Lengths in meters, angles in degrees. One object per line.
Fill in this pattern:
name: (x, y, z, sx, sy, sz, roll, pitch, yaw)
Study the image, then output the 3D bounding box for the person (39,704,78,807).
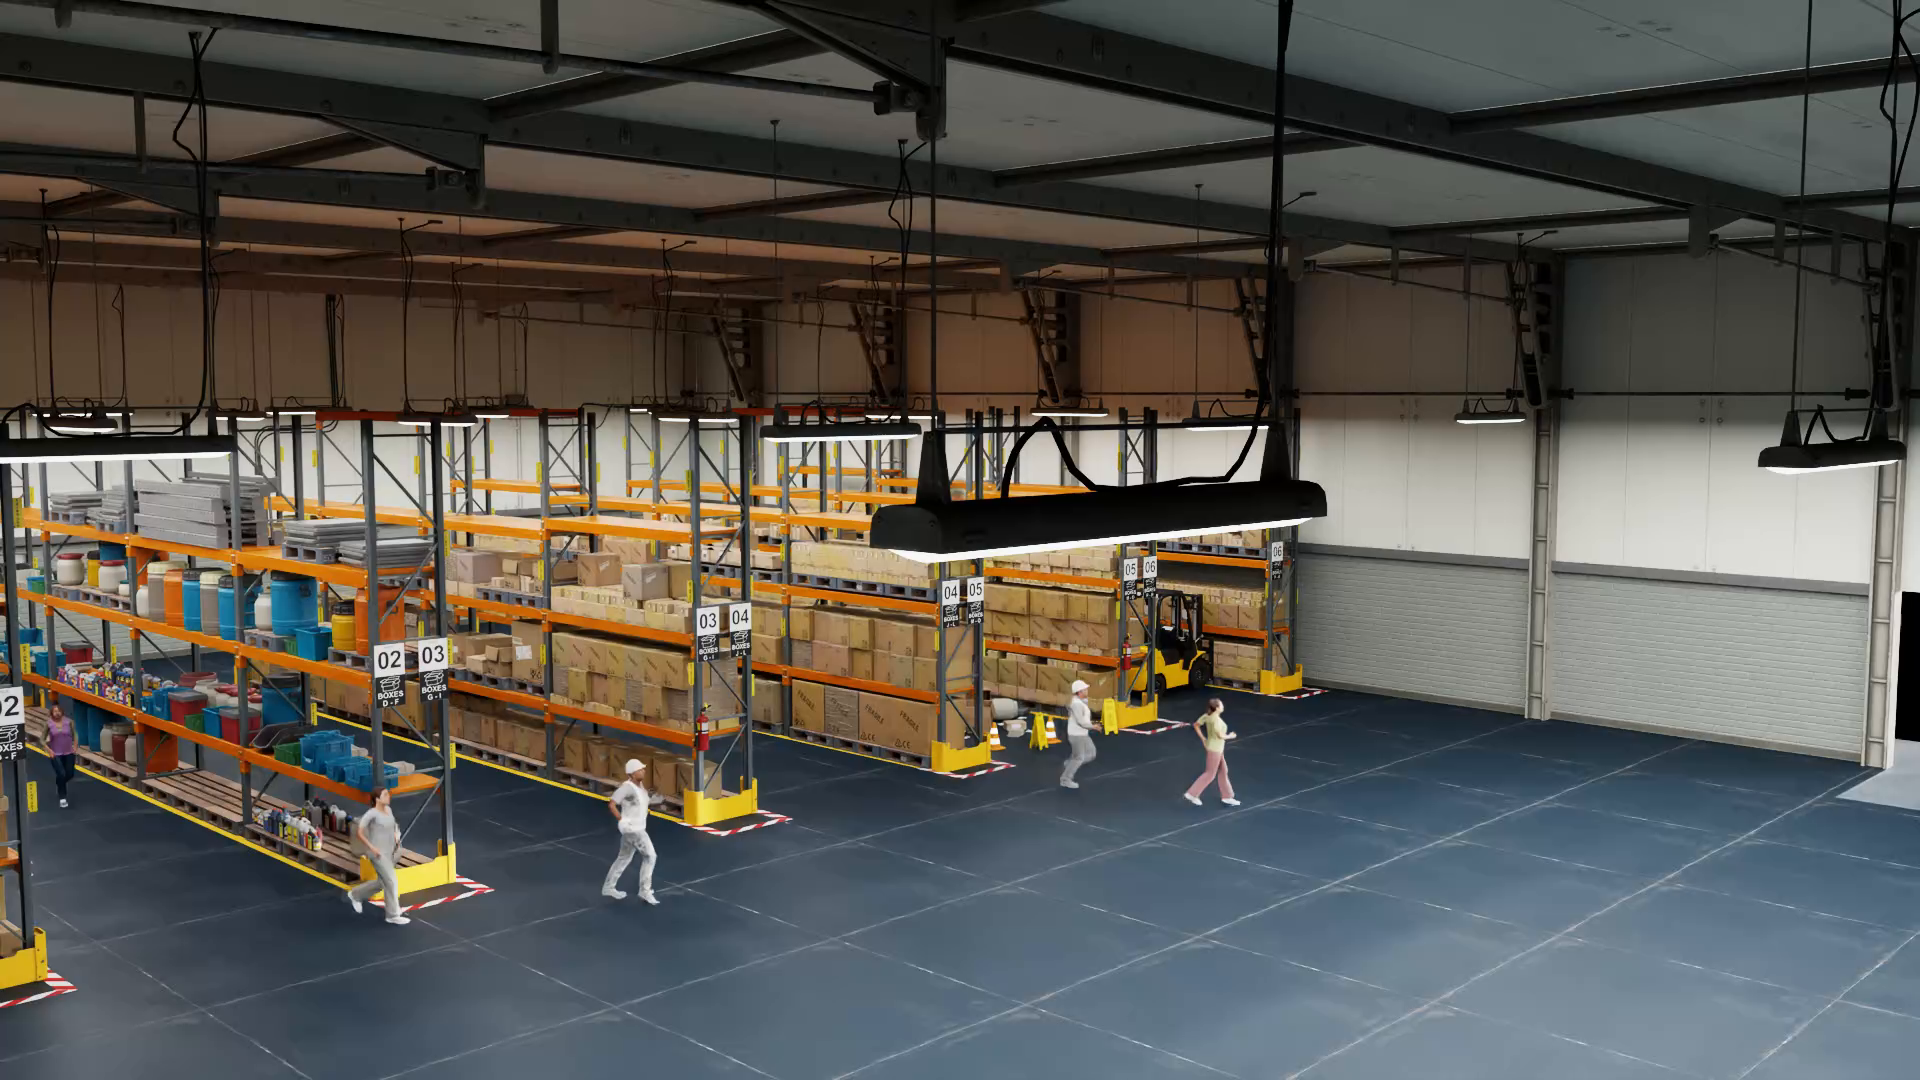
person: (-13.851, 3.297, 25.584, 0.537, 1.568, 0.505, -4, 7, -41)

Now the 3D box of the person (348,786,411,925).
person: (-6.978, 3.752, 19.898, 0.843, 1.659, 0.575, 1, 5, 11)

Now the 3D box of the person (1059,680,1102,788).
person: (1.947, 3.102, 26.726, 0.679, 1.729, 0.687, 1, 5, 8)

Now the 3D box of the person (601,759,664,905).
person: (-4.069, 3.627, 20.654, 0.786, 1.852, 0.645, -1, 5, -11)

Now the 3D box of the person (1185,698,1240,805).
person: (3.864, 3.240, 25.322, 0.917, 1.683, 0.566, -1, 5, -9)
